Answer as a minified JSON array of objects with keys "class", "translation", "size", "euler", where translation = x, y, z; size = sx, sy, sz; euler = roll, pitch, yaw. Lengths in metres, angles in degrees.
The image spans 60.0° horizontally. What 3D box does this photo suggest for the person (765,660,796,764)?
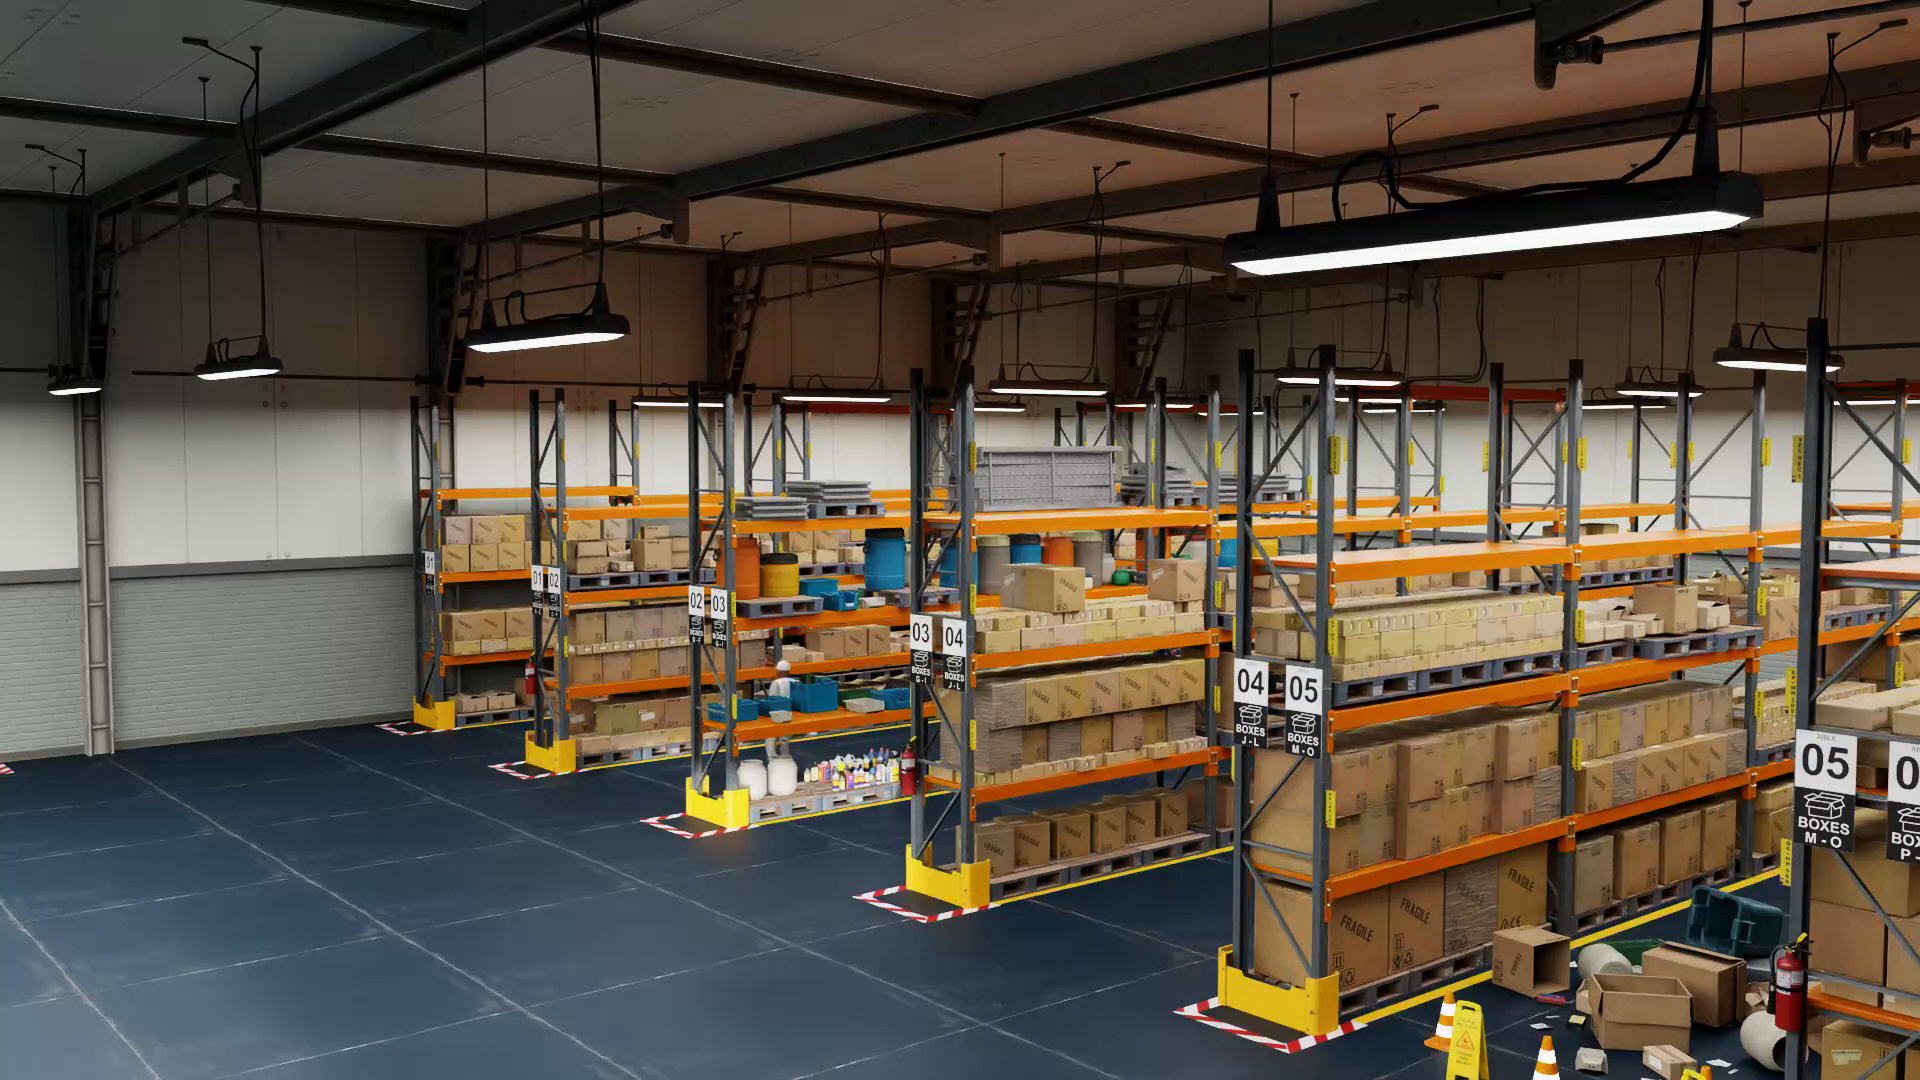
[{"class":"person","translation":[-2.790,2.767,25.670],"size":[0.389,1.827,0.633],"euler":[3,4,41]}]
